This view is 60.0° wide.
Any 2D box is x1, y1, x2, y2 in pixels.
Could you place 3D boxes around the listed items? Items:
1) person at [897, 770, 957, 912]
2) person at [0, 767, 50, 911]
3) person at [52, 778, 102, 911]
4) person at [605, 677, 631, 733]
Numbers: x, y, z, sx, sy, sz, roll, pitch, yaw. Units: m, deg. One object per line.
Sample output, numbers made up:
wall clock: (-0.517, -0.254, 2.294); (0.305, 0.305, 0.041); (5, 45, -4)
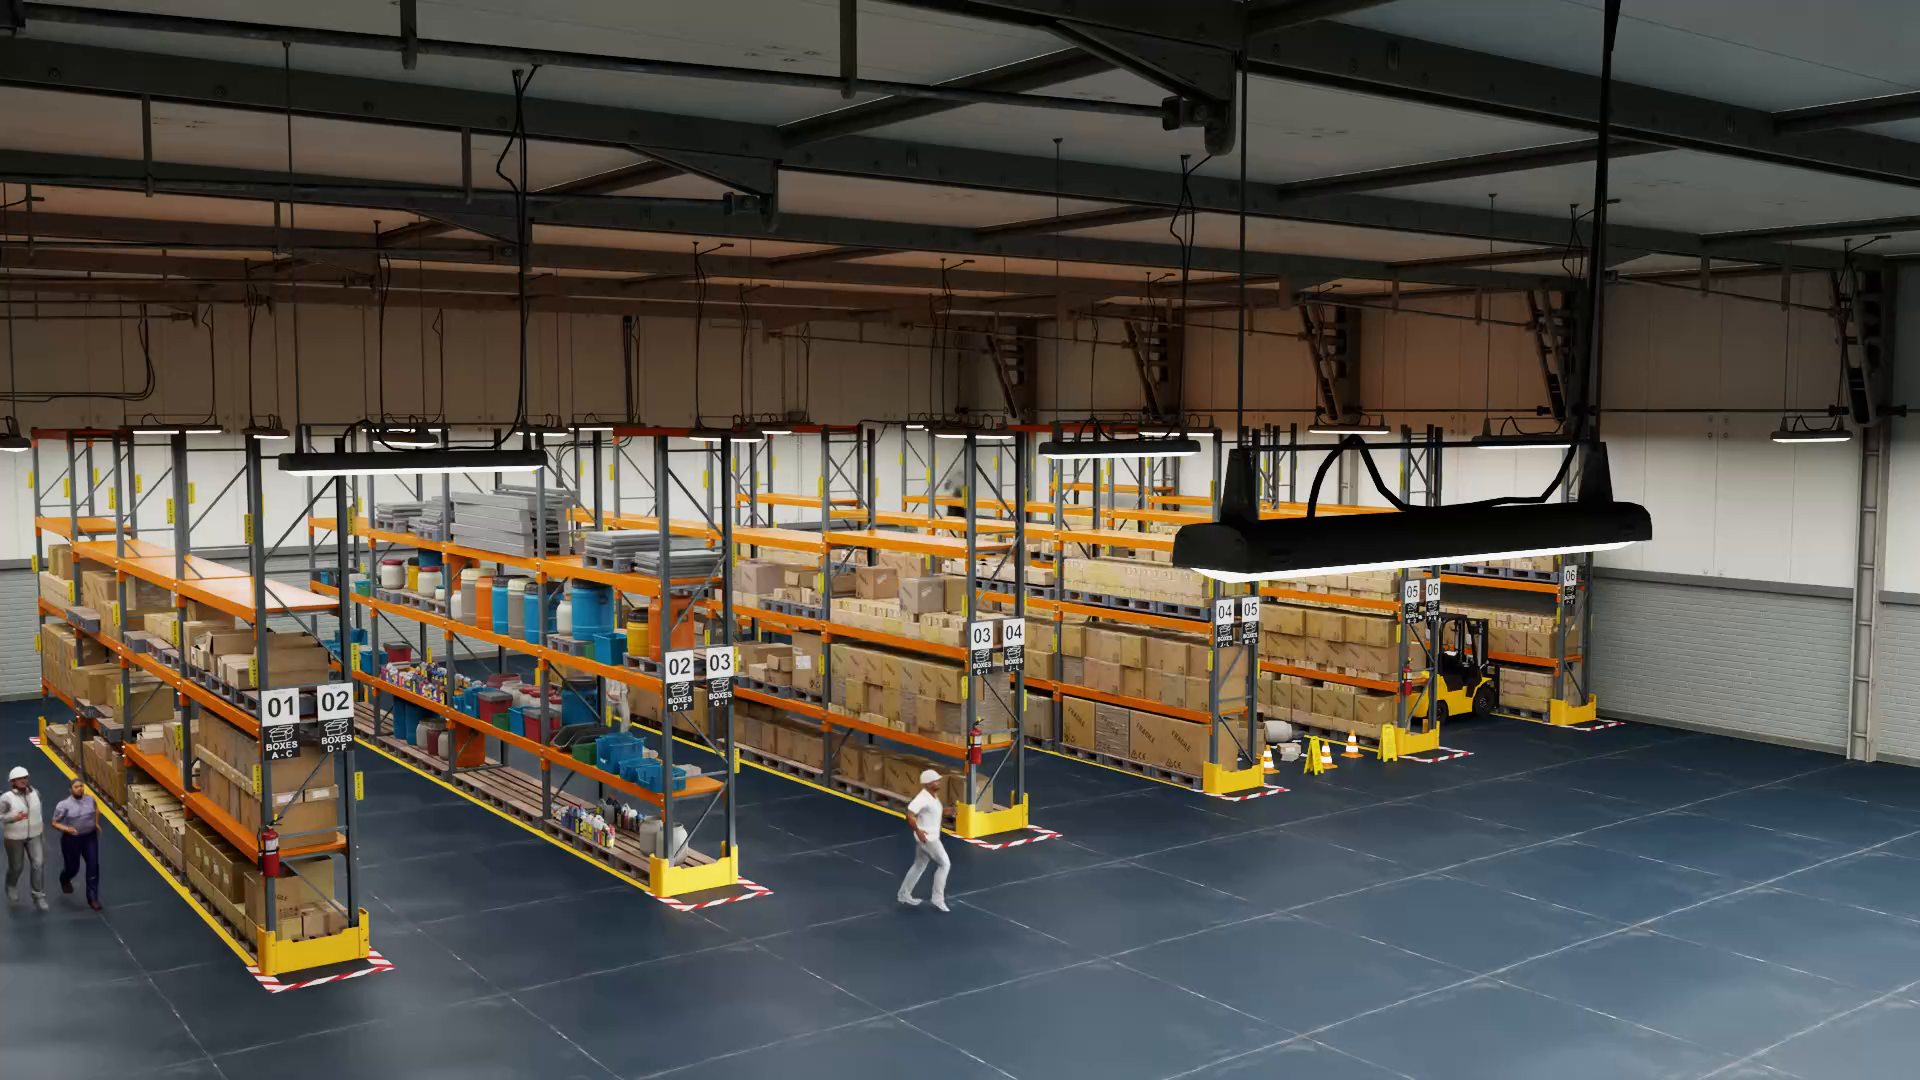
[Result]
person: (-0.417, 3.812, 21.071); (0.767, 1.836, 0.661); (0, 4, -6)
person: (-11.873, 3.764, 21.077); (0.881, 1.789, 0.651); (4, 6, 40)
person: (-11.244, 3.860, 21.220); (0.898, 1.624, 0.616); (4, 6, 43)
person: (-6.528, 3.015, 31.444); (0.642, 1.783, 1.027); (-4, 6, -39)
